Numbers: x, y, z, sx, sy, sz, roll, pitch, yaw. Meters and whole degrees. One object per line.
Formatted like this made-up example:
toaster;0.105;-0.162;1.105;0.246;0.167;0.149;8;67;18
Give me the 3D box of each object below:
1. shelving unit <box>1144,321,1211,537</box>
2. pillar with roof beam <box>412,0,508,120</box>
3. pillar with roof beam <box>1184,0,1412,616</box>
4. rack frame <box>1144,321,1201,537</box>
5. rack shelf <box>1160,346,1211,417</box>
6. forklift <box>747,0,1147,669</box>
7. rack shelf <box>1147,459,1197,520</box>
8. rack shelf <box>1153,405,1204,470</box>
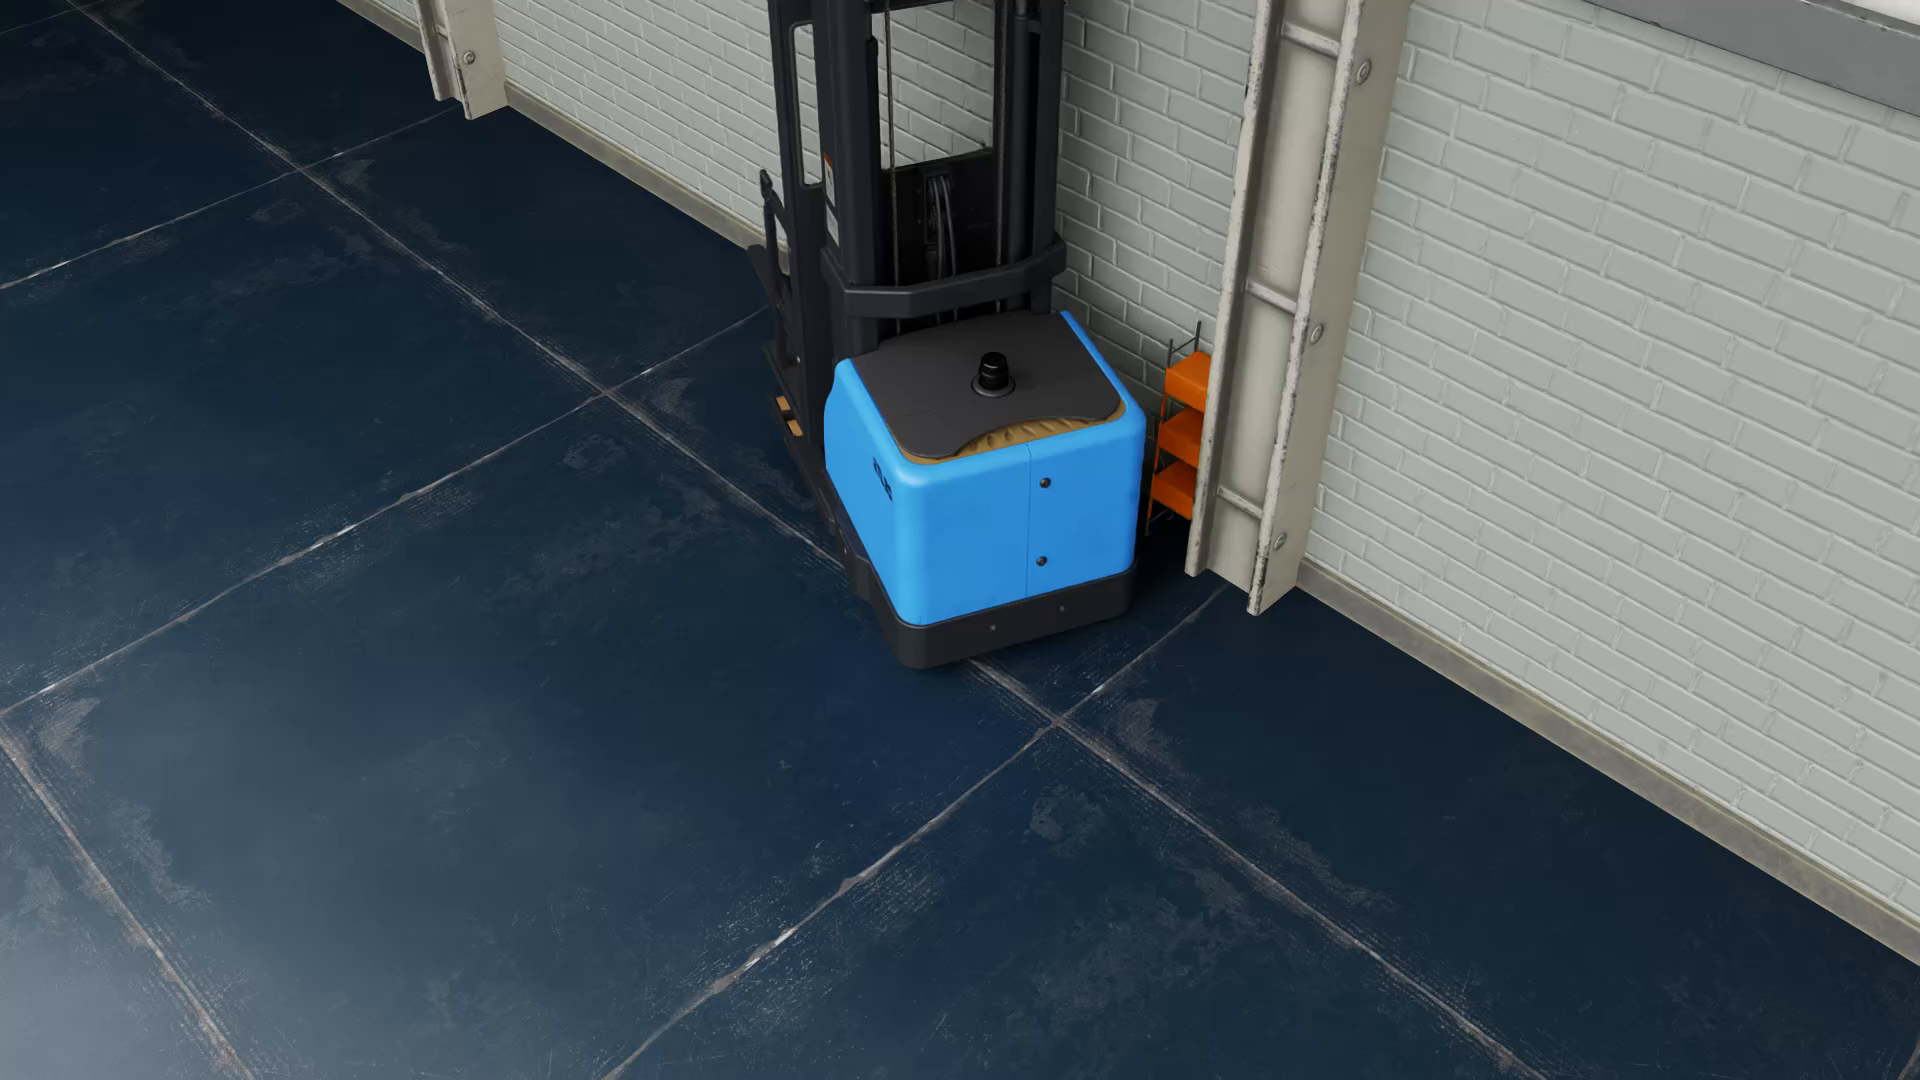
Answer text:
shelving unit;0.988;-0.396;7.017;0.252;1.050;0.215;34;50;31
pillar with roof beam;-6.066;-3.969;5.032;9.100;9.000;0.400;-34;53;-31
pillar with roof beam;-1.829;-1.086;1.912;9.100;9.000;0.400;-34;53;-31
rack frame;0.901;-0.454;7.080;0.008;1.050;0.200;34;50;31
rack shelf;0.994;-0.601;6.837;0.240;0.259;0.215;34;50;31
forklift;-0.264;-1.569;6.906;1.130;2.935;3.031;-14;45;-15
rack shelf;0.981;-0.180;7.208;0.240;0.259;0.215;34;50;31
rack shelf;0.988;-0.388;7.024;0.240;0.259;0.215;34;50;31
